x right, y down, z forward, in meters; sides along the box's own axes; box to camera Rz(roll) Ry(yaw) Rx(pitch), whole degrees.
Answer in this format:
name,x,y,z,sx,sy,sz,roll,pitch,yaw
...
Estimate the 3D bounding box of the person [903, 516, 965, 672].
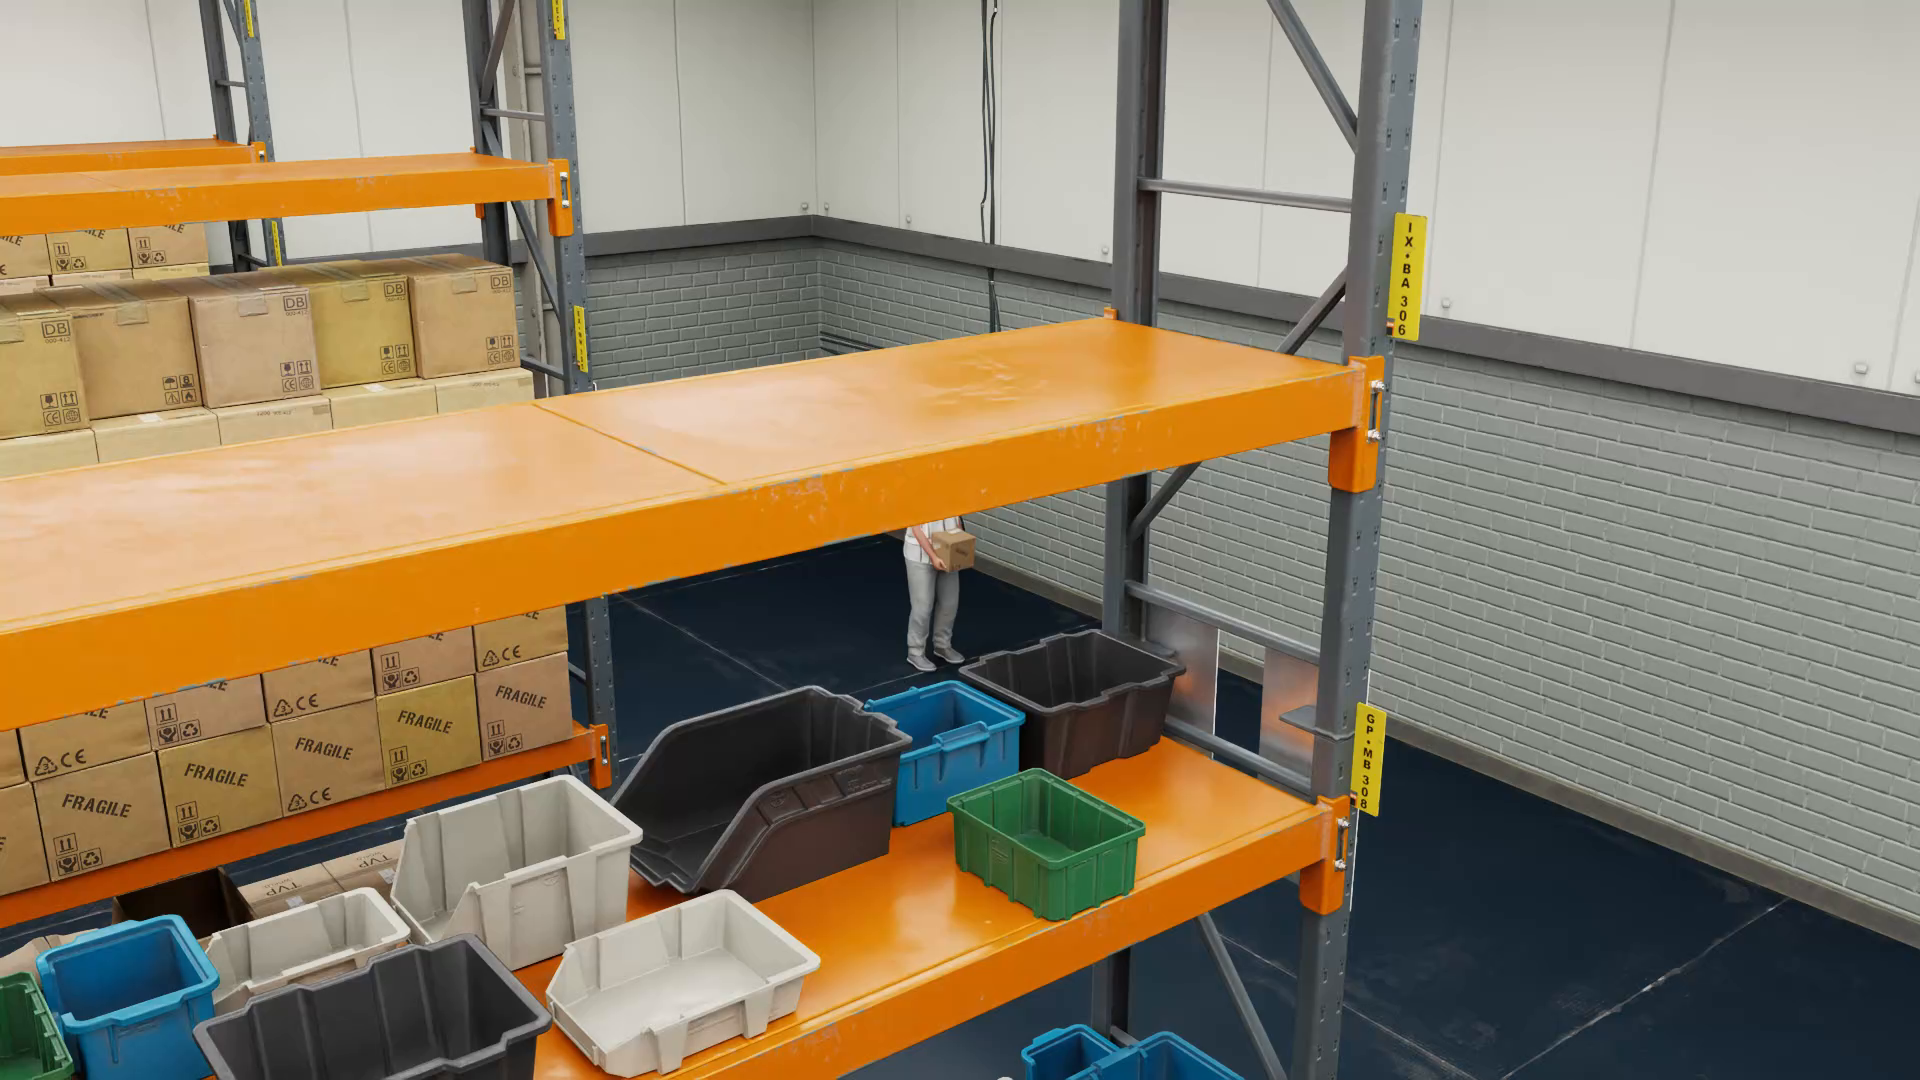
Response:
name,x,y,z,sx,sy,sz,roll,pitch,yaw
person,-0.165,0.153,13.159,0.494,1.762,0.564,-13,22,-36
